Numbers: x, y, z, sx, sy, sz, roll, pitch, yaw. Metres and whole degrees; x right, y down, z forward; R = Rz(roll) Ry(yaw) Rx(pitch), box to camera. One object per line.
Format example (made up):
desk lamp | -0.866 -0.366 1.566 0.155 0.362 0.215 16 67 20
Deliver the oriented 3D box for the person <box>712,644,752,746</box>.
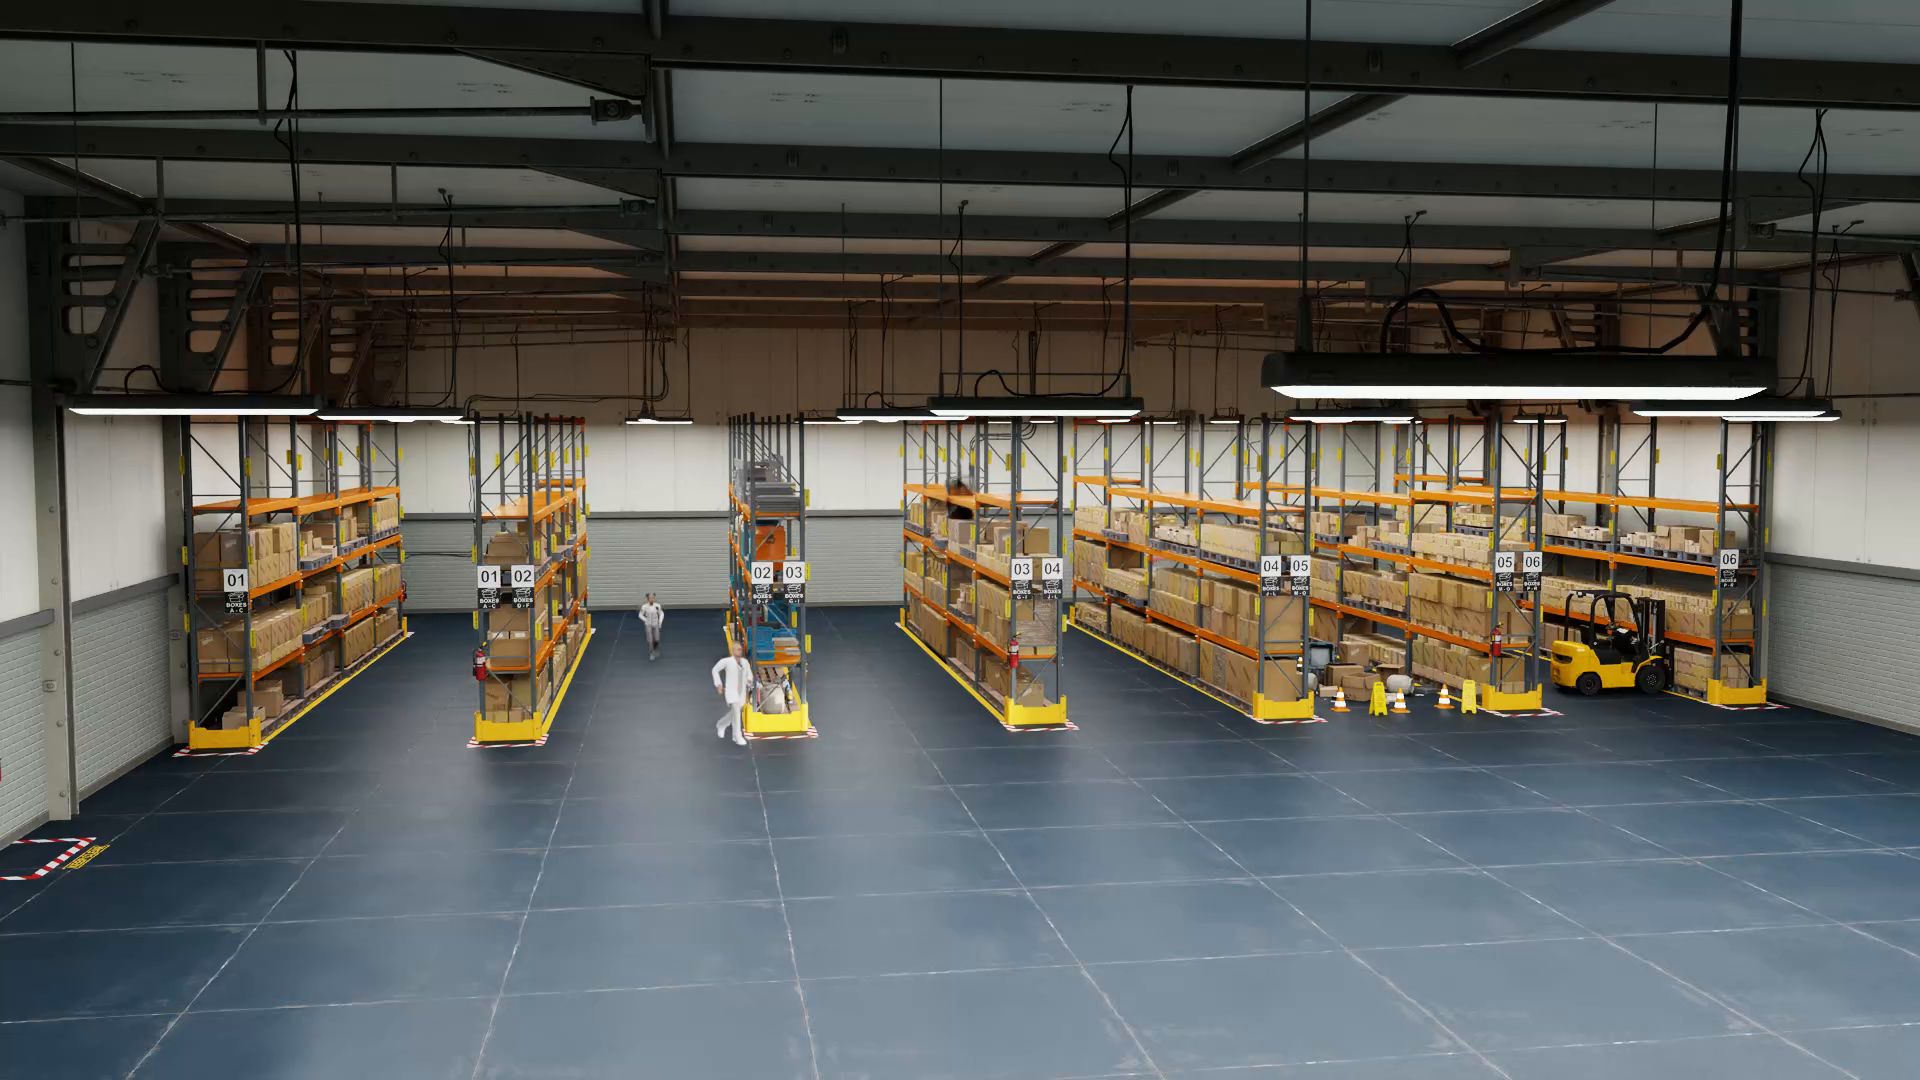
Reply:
person | -4.072 2.787 30.270 0.741 1.767 0.946 -4 5 -43

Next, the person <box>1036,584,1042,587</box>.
person | 2.171 1.663 47.301 0.760 1.704 0.586 1 4 7

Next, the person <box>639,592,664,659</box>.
person | -7.592 2.115 40.822 0.564 1.655 0.552 -1 4 -15
